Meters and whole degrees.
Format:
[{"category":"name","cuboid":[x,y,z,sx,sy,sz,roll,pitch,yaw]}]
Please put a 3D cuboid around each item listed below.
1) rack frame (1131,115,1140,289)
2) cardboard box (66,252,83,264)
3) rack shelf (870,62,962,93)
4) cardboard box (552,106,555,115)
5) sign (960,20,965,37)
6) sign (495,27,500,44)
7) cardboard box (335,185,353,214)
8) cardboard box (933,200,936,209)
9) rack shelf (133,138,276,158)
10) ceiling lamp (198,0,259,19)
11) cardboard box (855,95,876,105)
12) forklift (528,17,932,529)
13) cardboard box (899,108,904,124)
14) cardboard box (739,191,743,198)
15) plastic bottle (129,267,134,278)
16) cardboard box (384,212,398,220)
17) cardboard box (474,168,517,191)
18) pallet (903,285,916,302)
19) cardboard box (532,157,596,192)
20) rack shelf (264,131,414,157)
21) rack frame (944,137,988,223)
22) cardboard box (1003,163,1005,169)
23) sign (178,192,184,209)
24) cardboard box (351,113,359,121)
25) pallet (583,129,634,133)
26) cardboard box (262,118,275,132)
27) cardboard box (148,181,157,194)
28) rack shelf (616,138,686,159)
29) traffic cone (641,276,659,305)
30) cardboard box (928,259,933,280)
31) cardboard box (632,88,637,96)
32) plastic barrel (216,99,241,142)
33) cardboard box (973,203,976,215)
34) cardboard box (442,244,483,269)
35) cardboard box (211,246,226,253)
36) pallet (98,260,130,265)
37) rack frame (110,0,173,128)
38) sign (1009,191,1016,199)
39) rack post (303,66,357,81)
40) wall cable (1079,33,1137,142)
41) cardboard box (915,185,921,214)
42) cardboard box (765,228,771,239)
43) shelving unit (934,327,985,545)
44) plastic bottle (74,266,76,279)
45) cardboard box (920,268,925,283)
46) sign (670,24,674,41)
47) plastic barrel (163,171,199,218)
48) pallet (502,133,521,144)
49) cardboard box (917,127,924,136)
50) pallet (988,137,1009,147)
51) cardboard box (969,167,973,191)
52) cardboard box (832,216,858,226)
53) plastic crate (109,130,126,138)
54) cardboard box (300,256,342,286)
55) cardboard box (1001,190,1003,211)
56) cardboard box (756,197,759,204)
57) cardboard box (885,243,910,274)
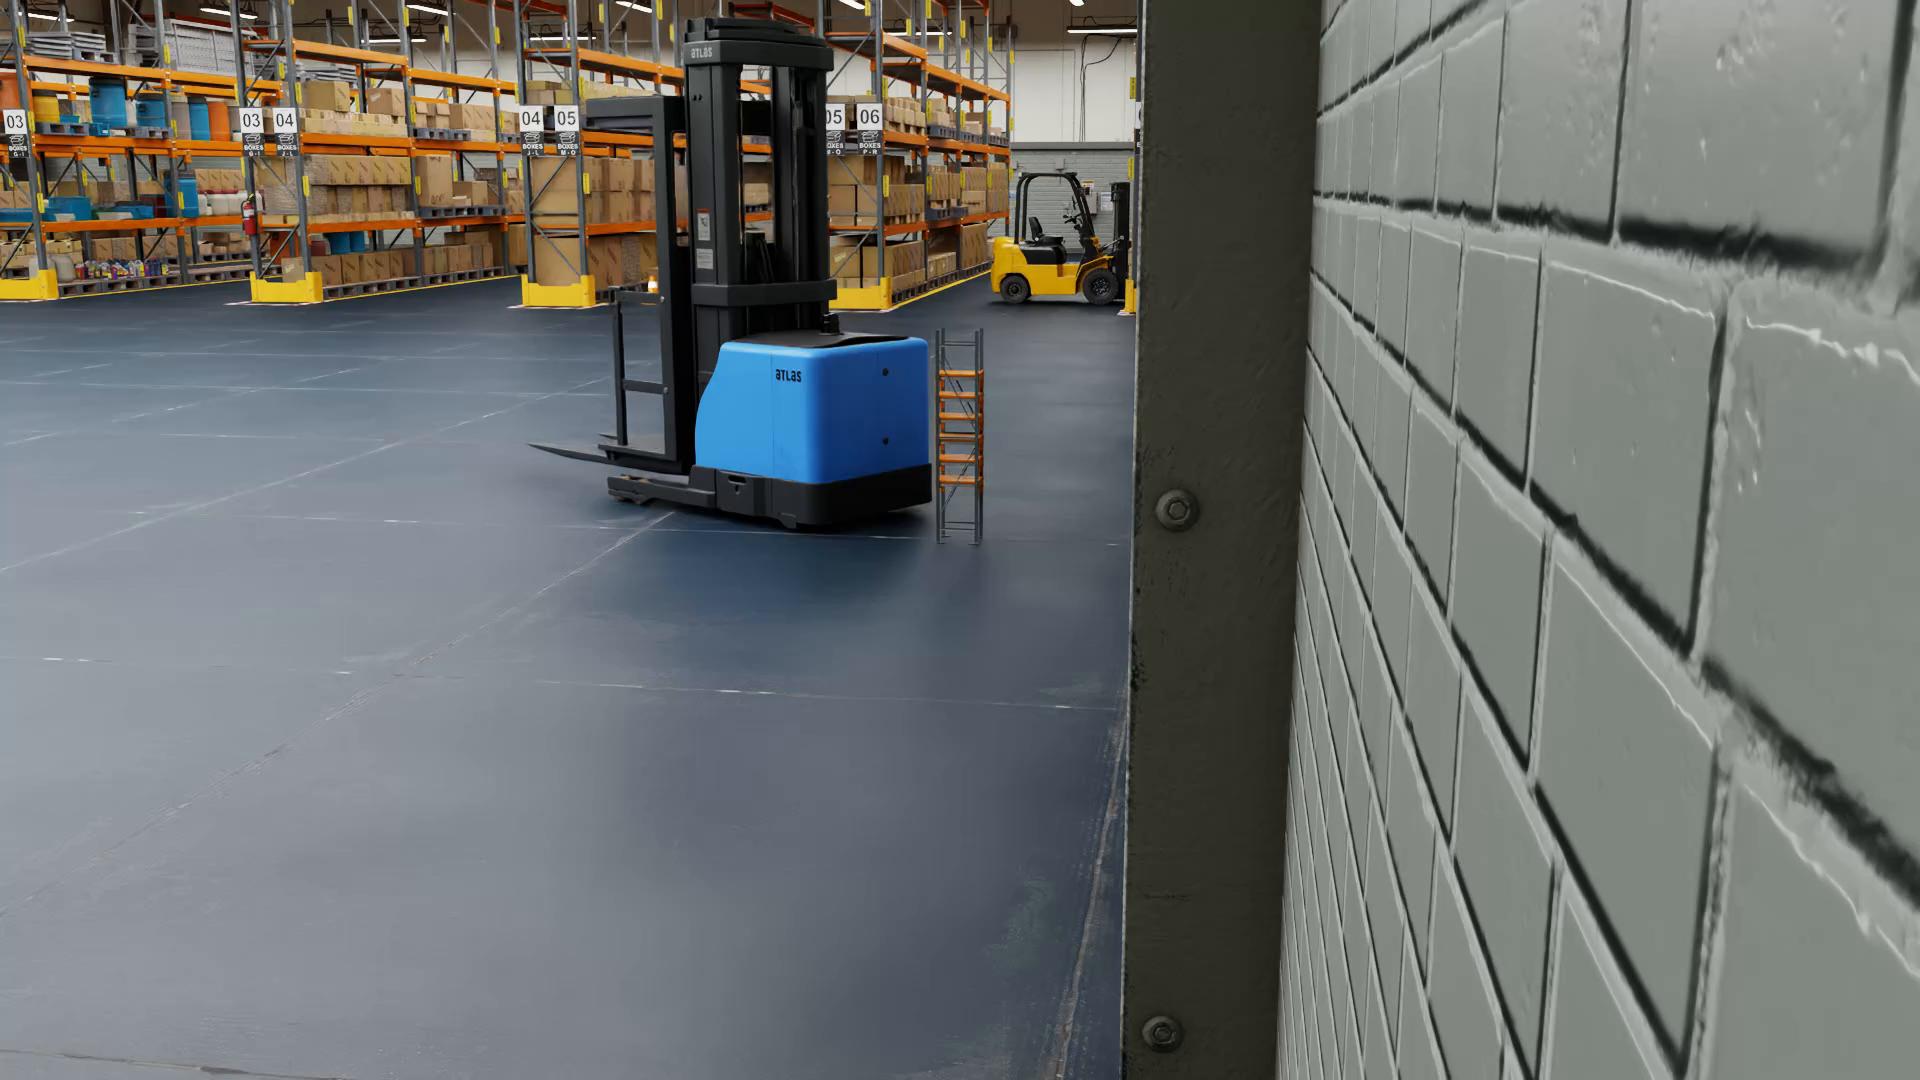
[{"category":"rack frame","cuboid":[3.190,-5.054,25.824,1.000,3.000,0.127,2,12,9]},{"category":"cardboard box","cuboid":[-19.905,-6.266,36.978,0.500,0.250,0.500,2,12,10]},{"category":"rack shelf","cuboid":[-0.793,-8.848,31.848,1.077,0.370,4.000,2,12,9]},{"category":"cardboard box","cuboid":[-6.867,-7.084,27.484,0.380,0.149,0.250,2,12,9]},{"category":"sign","cuboid":[0.052,-10.292,33.483,0.100,0.325,0.005,2,12,9]},{"category":"sign","cuboid":[-9.740,-10.613,34.973,0.100,0.325,0.005,2,12,9]},{"category":"cardboard box","cuboid":[-11.318,-6.054,29.519,0.875,0.500,0.500,2,12,9]},{"category":"cardboard box","cuboid":[-0.656,-6.286,31.139,0.380,0.149,0.250,2,12,10]},{"category":"rack shelf","cuboid":[-15.479,-8.059,34.357,1.077,0.370,4.000,2,12,9]},{"category":"ceiling lamp","cuboid":[-16.909,-13.879,38.678,0.800,3.185,2.000,2,12,9]},{"category":"cardboard box","cuboid":[-1.460,-7.015,26.506,0.380,0.149,0.250,2,12,8]},{"category":"forklift","cuboid":[-1.626,-1.728,10.556,3.031,2.935,1.130,10,16,39]},{"category":"cardboard box","cuboid":[-1.233,-7.061,27.669,0.500,0.250,0.500,2,12,10]},{"category":"cardboard box","cuboid":[-4.964,-7.557,36.333,0.380,0.149,0.250,2,12,9]},{"category":"plastic bottle","cuboid":[-15.700,-5.065,31.476,0.097,0.201,0.097,0,12,0]},{"category":"cardboard box","cuboid":[-10.709,-6.033,30.964,0.380,0.149,0.250,2,12,9]},{"category":"cardboard box","cuboid":[-10.149,-7.891,36.372,0.797,0.503,0.637,2,12,11]},{"category":"pallet","cuboid":[-1.354,-4.288,28.888,1.003,0.211,1.213,2,12,9]},{"category":"cardboard box","cuboid":[-6.527,-6.030,27.436,0.875,0.550,0.550,2,12,9]},{"category":"rack shelf","cuboid":[-11.200,-7.066,29.748,1.077,0.370,4.000,2,12,9]},{"category":"rack frame","cuboid":[0.130,-7.712,38.158,1.000,3.000,0.127,2,12,9]},{"category":"cardboard box","cuboid":[0.916,-9.208,40.950,0.380,0.149,0.250,2,12,8]},{"category":"sign","cuboid":[-15.245,-6.643,32.542,0.100,0.325,0.005,2,12,9]},{"category":"cardboard box","cuboid":[-10.983,-7.551,29.700,0.380,0.149,0.250,1,12,7]},{"category":"pallet","cuboid":[-6.333,-7.186,28.807,1.003,0.211,1.213,2,12,9]},{"category":"cardboard box","cuboid":[-11.685,-7.037,28.260,0.500,0.250,0.500,2,12,10]},{"category":"cardboard box","cuboid":[-19.787,-8.372,39.988,0.700,0.500,0.500,4,13,18]},{"category":"rack shelf","cuboid":[-5.700,-7.717,32.769,1.077,0.370,4.000,2,12,9]},{"category":"traffic cone","cuboid":[-5.138,-4.178,27.780,0.336,0.463,0.334,2,12,9]},{"category":"cardboard box","cuboid":[-1.022,-5.077,31.170,0.950,0.372,0.625,2,12,9]},{"category":"cardboard box","cuboid":[-5.903,-7.876,29.269,0.380,0.149,0.250,2,12,9]},{"category":"plastic barrel","cuboid":[-15.512,-8.908,35.399,0.600,0.901,0.600,0,12,0]},{"category":"cardboard box","cuboid":[0.059,-7.219,36.226,0.500,0.250,0.500,2,12,9]},{"category":"cardboard box","cuboid":[-10.433,-5.937,34.813,0.700,0.500,0.500,1,12,4]},{"category":"cardboard box","cuboid":[-19.049,-7.446,42.603,0.380,0.166,0.250,2,12,9]},{"category":"pallet","cuboid":[-19.913,-6.313,38.286,1.003,0.211,1.213,2,12,9]},{"category":"rack frame","cuboid":[-15.787,-9.461,32.033,1.000,3.000,0.127,2,12,9]},{"category":"sign","cuboid":[1.551,-9.866,47.509,0.327,0.218,0.001,2,12,9]},{"category":"rack post","cuboid":[-14.717,-10.915,38.959,0.937,0.300,0.954,2,12,8]},{"category":"wall cable","cuboid":[4.831,-12.566,46.351,2.988,3.039,0.133,2,12,9]},{"category":"cardboard box","cuboid":[-0.995,-6.033,29.424,0.500,0.500,0.500,2,12,11]},{"category":"cardboard box","cuboid":[-4.642,-7.038,38.187,0.500,0.250,0.500,2,12,7]},{"category":"shelving unit","cuboid":[-0.002,-0.584,9.353,0.258,1.200,0.189,2,12,9]},{"category":"plastic bottle","cuboid":[-16.553,-5.004,30.997,0.061,0.283,0.133,2,12,10]},{"category":"cardboard box","cuboid":[-0.926,-4.776,30.064,0.500,0.250,0.500,2,12,11]},{"category":"sign","cuboid":[-5.930,-10.462,34.274,0.100,0.325,0.005,2,12,9]},{"category":"plastic barrel","cuboid":[-15.428,-6.844,32.940,0.600,0.901,0.708,2,12,9]},{"category":"pallet","cuboid":[-10.231,-8.710,36.118,1.213,0.211,1.003,2,12,11]},{"category":"cardboard box","cuboid":[-0.847,-7.314,29.790,0.380,0.149,0.250,2,12,9]},{"category":"pallet","cuboid":[0.641,-9.813,40.997,1.003,0.211,1.213,2,12,9]},{"category":"cardboard box","cuboid":[-0.006,-7.722,35.596,0.500,0.500,0.500,2,12,10]},{"category":"cardboard box","cuboid":[-1.870,-5.176,26.986,0.380,0.149,0.250,2,12,11]},{"category":"plastic crate","cuboid":[-15.634,-7.518,30.766,0.243,0.136,0.396,2,12,9]},{"category":"cardboard box","cuboid":[-11.337,-4.773,29.459,0.500,0.500,0.500,5,13,23]},{"category":"cardboard box","cuboid":[0.771,-8.273,40.524,0.500,0.500,0.500,2,12,10]},{"category":"cardboard box","cuboid":[-4.761,-7.687,37.640,0.380,0.149,0.250,1,12,6]},{"category":"cardboard box","cuboid":[-1.154,-4.819,28.483,0.500,0.500,0.500,2,12,10]}]
